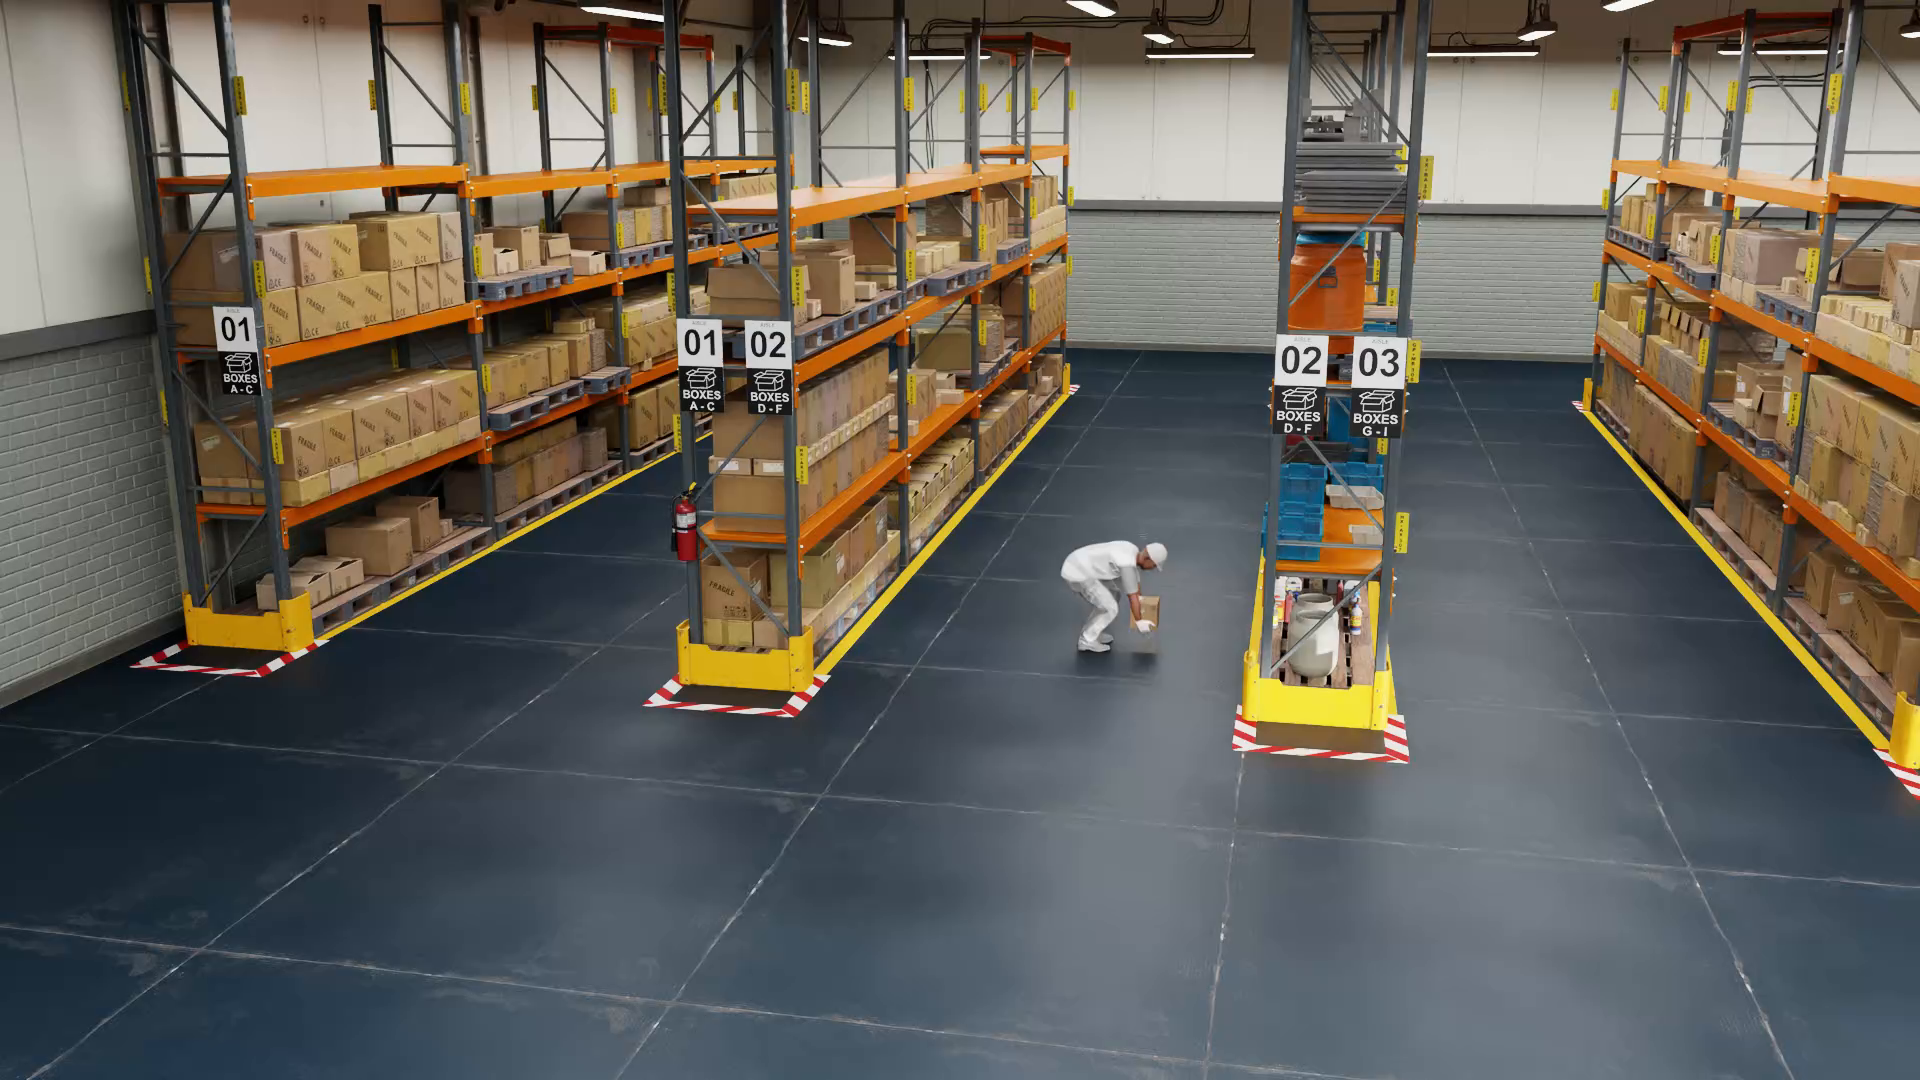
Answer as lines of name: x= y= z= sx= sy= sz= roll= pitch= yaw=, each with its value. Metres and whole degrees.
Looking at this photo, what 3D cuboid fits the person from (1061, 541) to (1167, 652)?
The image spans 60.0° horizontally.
person: x=1.432 y=0.510 z=15.527 sx=0.976 sy=1.017 sz=0.548 roll=2 pitch=15 yaw=9
